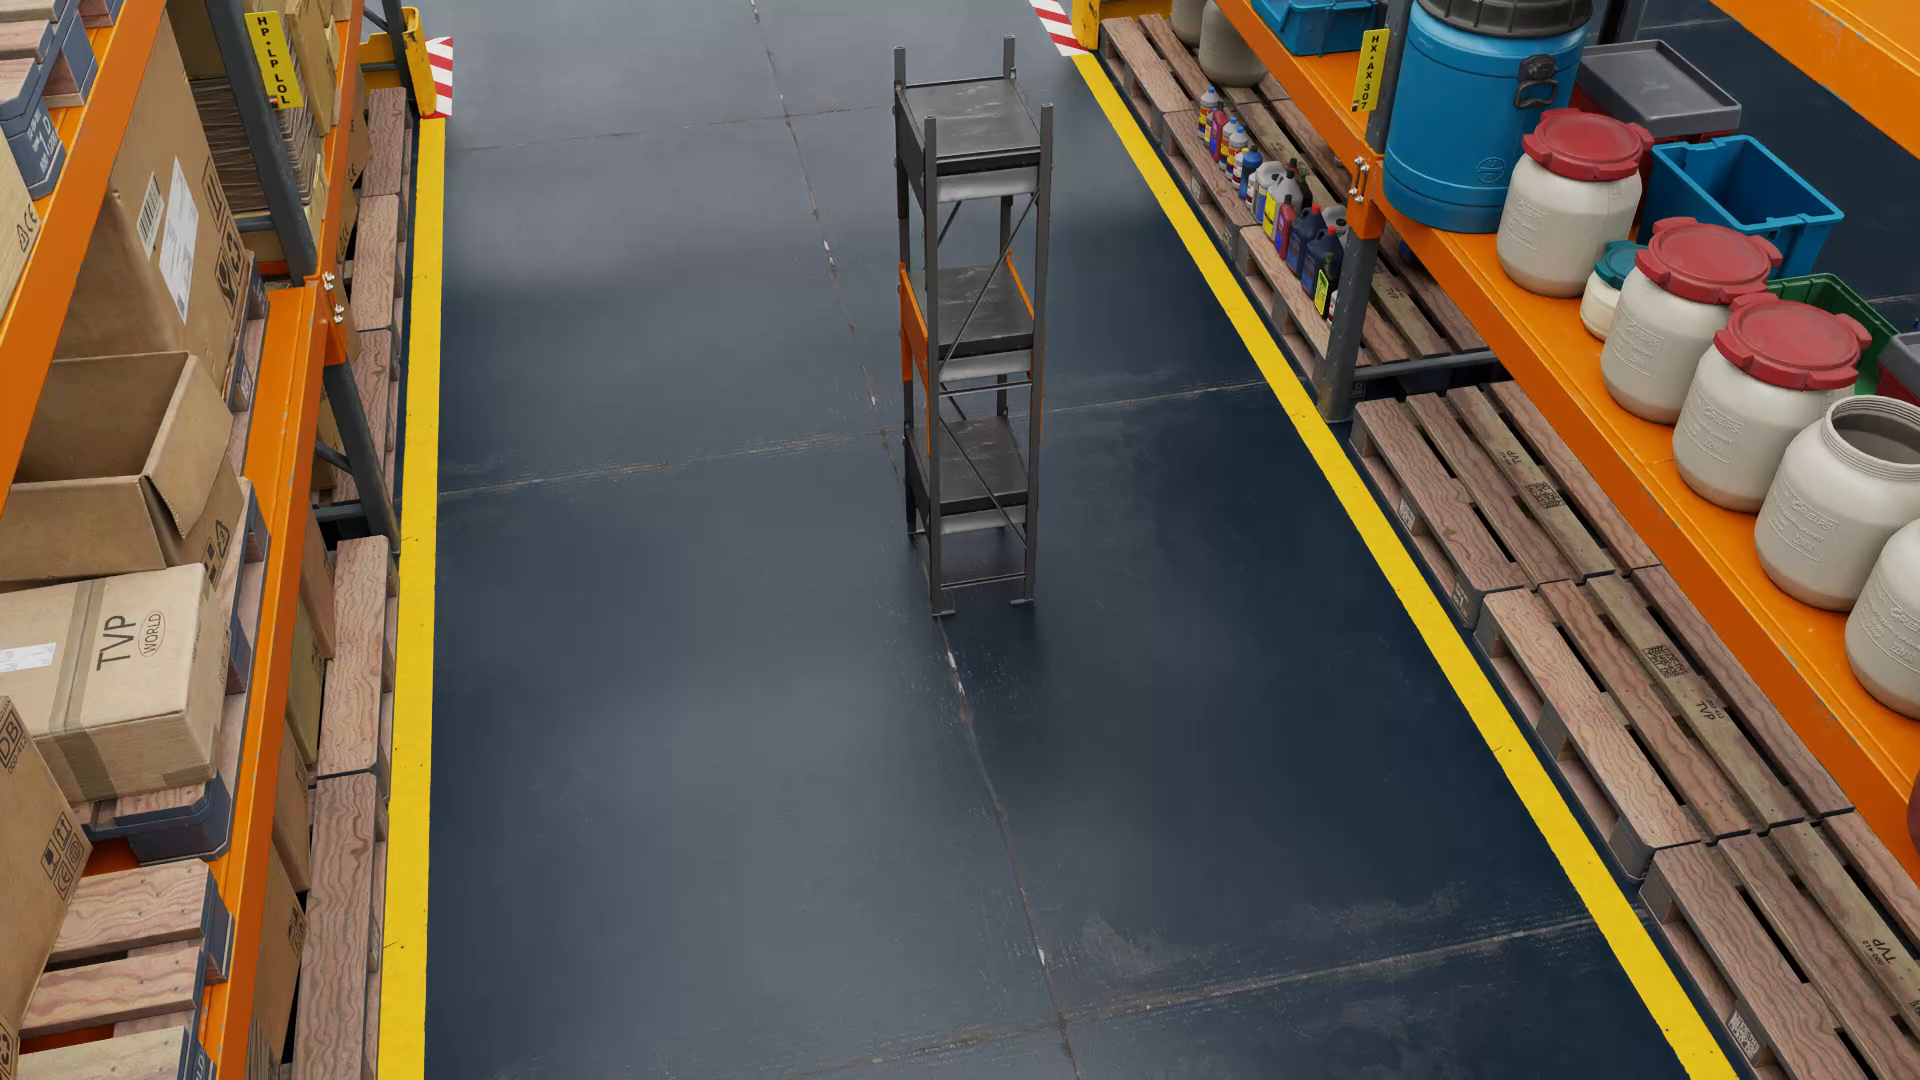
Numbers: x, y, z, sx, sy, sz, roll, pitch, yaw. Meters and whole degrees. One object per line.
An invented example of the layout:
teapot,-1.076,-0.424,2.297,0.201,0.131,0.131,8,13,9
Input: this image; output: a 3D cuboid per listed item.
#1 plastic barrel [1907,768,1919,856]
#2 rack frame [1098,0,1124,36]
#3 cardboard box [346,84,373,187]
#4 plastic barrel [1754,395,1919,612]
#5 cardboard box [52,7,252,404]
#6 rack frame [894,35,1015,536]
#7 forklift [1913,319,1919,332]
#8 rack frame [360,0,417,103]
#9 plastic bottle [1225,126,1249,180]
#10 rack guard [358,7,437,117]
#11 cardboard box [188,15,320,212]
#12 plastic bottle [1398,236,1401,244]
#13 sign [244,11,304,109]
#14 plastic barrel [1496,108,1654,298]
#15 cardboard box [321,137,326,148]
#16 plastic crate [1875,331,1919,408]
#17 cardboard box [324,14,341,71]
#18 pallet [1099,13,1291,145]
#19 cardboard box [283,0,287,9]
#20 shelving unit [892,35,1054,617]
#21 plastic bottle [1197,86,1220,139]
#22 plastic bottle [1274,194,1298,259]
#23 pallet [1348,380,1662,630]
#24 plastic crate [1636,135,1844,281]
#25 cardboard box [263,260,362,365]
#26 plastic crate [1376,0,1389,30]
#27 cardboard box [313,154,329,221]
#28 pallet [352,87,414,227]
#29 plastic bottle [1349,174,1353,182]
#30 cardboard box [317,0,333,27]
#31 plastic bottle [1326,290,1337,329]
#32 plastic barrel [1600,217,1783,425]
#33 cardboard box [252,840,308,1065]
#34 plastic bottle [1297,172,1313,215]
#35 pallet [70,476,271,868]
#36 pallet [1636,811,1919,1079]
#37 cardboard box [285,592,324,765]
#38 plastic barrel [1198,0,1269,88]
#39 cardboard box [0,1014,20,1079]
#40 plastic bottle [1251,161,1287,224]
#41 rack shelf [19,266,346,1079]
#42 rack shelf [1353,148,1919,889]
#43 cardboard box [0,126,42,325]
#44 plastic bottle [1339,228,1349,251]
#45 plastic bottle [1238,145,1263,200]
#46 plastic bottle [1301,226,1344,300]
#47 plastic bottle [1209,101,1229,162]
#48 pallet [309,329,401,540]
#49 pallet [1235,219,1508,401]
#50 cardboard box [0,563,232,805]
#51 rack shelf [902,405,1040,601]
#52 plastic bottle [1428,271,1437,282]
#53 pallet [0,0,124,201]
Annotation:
plastic barrel,2.555,0.547,3.772,0.600,0.536,0.708,-8,42,-9
rack frame,1.224,-4.330,9.369,1.000,3.000,0.127,-8,42,-9
cardboard box,-3.331,-2.053,8.370,0.500,0.500,0.500,2,42,2
plastic barrel,2.429,-0.096,4.514,0.421,0.512,0.421,0,42,0
cardboard box,-2.714,-0.874,4.707,1.000,1.000,1.000,-8,42,-9
rack frame,-0.017,-0.836,6.110,0.400,2.100,0.015,-8,42,-9
forklift,4.980,-0.875,5.528,1.130,2.935,3.031,-9,42,-10
rack frame,-3.612,-3.621,8.569,1.000,3.000,0.127,-8,42,-9
plastic bottle,1.406,-1.968,8.431,0.097,0.271,0.097,0,42,0
rack guard,-3.596,-2.637,9.344,1.175,0.500,0.348,-8,42,-9
cardboard box,-2.786,-1.477,5.855,0.875,0.500,0.500,-8,42,-9
plastic bottle,2.169,-1.541,7.950,0.097,0.271,0.097,0,42,0
sign,-2.208,-1.543,5.356,0.100,0.325,0.005,-8,42,-9
plastic barrel,2.080,-1.137,5.669,0.433,0.535,0.433,0,42,0
cardboard box,-2.687,-1.599,6.481,0.380,0.149,0.250,-8,42,-9
plastic crate,2.901,-0.260,4.735,0.402,0.464,0.583,-8,42,-9
cardboard box,-2.839,-2.087,7.031,0.380,0.149,0.250,-8,42,-9
pallet,1.456,-2.718,9.653,1.003,0.211,1.213,-8,42,-9
cardboard box,-2.707,-2.202,5.919,0.500,0.500,0.500,-8,42,-9
shelving unit,0.036,-0.678,5.932,0.431,2.100,0.503,-8,42,-9
plastic bottle,1.311,-2.255,8.754,0.097,0.271,0.097,0,42,0
plastic bottle,1.549,-1.486,7.880,0.061,0.283,0.133,-6,42,-6
pallet,2.295,-0.191,6.806,1.003,0.211,1.213,-8,42,-9
plastic crate,2.629,-1.061,5.698,0.392,0.384,0.575,-8,42,-9
cardboard box,-2.927,-0.885,7.054,0.500,0.500,0.500,4,42,4
plastic crate,2.098,-2.072,6.871,0.767,0.338,0.504,-8,42,-9
cardboard box,-2.543,-1.280,6.122,0.380,0.149,0.250,-8,42,-9
pallet,-3.455,-1.997,8.841,1.003,0.211,1.213,-8,42,-9
plastic bottle,2.037,-1.911,8.420,0.097,0.201,0.097,0,42,0
cardboard box,-3.133,-2.446,6.947,0.875,0.500,0.500,-8,42,-9
plastic bottle,1.705,-1.046,7.446,0.097,0.201,0.097,0,42,0
plastic barrel,2.238,-0.661,5.133,0.433,0.535,0.433,0,42,0
cardboard box,-2.311,1.180,4.713,0.700,0.500,0.500,-5,42,-6
plastic bottle,1.650,-1.628,8.039,0.061,0.283,0.133,-8,42,-9
pallet,-2.353,0.359,4.230,1.003,0.211,1.213,-8,42,-9
pallet,2.821,1.390,5.025,1.003,0.211,1.213,-8,42,-9
cardboard box,-2.553,0.455,5.529,0.700,0.500,0.500,-9,42,-10
plastic barrel,1.549,-2.817,9.221,0.421,0.512,0.421,0,42,0
cardboard box,-2.041,1.026,2.943,0.500,0.500,0.500,-13,43,-15
plastic bottle,1.524,-1.699,8.125,0.152,0.276,0.135,-8,42,-8
rack shelf,-2.317,0.538,4.427,1.077,0.370,4.000,-8,42,-9
rack shelf,2.519,-0.172,5.226,1.077,0.370,4.000,-8,42,-9
cardboard box,-1.969,-0.507,2.915,0.500,0.250,0.500,-7,42,-8
plastic bottle,1.808,-1.308,7.628,0.144,0.351,0.185,-8,42,-9
plastic bottle,1.450,-1.836,8.283,0.097,0.271,0.097,0,42,0
plastic bottle,1.667,-1.288,7.605,0.144,0.351,0.185,-9,42,-10
plastic bottle,1.342,-2.110,8.582,0.061,0.283,0.133,-8,42,-9
pallet,-2.928,-0.415,7.059,1.003,0.211,1.213,-8,42,-9
pallet,1.983,-1.136,7.871,1.003,0.211,1.213,-8,42,-9
cardboard box,-2.023,0.345,3.899,0.500,0.250,0.500,-9,42,-10
rack shelf,0.036,-0.144,6.406,0.431,0.518,0.480,-8,42,-9
plastic bottle,2.246,-1.346,7.721,0.061,0.283,0.133,-8,42,-9
pallet,-2.493,-0.992,3.490,1.213,0.211,1.003,-8,42,-9
